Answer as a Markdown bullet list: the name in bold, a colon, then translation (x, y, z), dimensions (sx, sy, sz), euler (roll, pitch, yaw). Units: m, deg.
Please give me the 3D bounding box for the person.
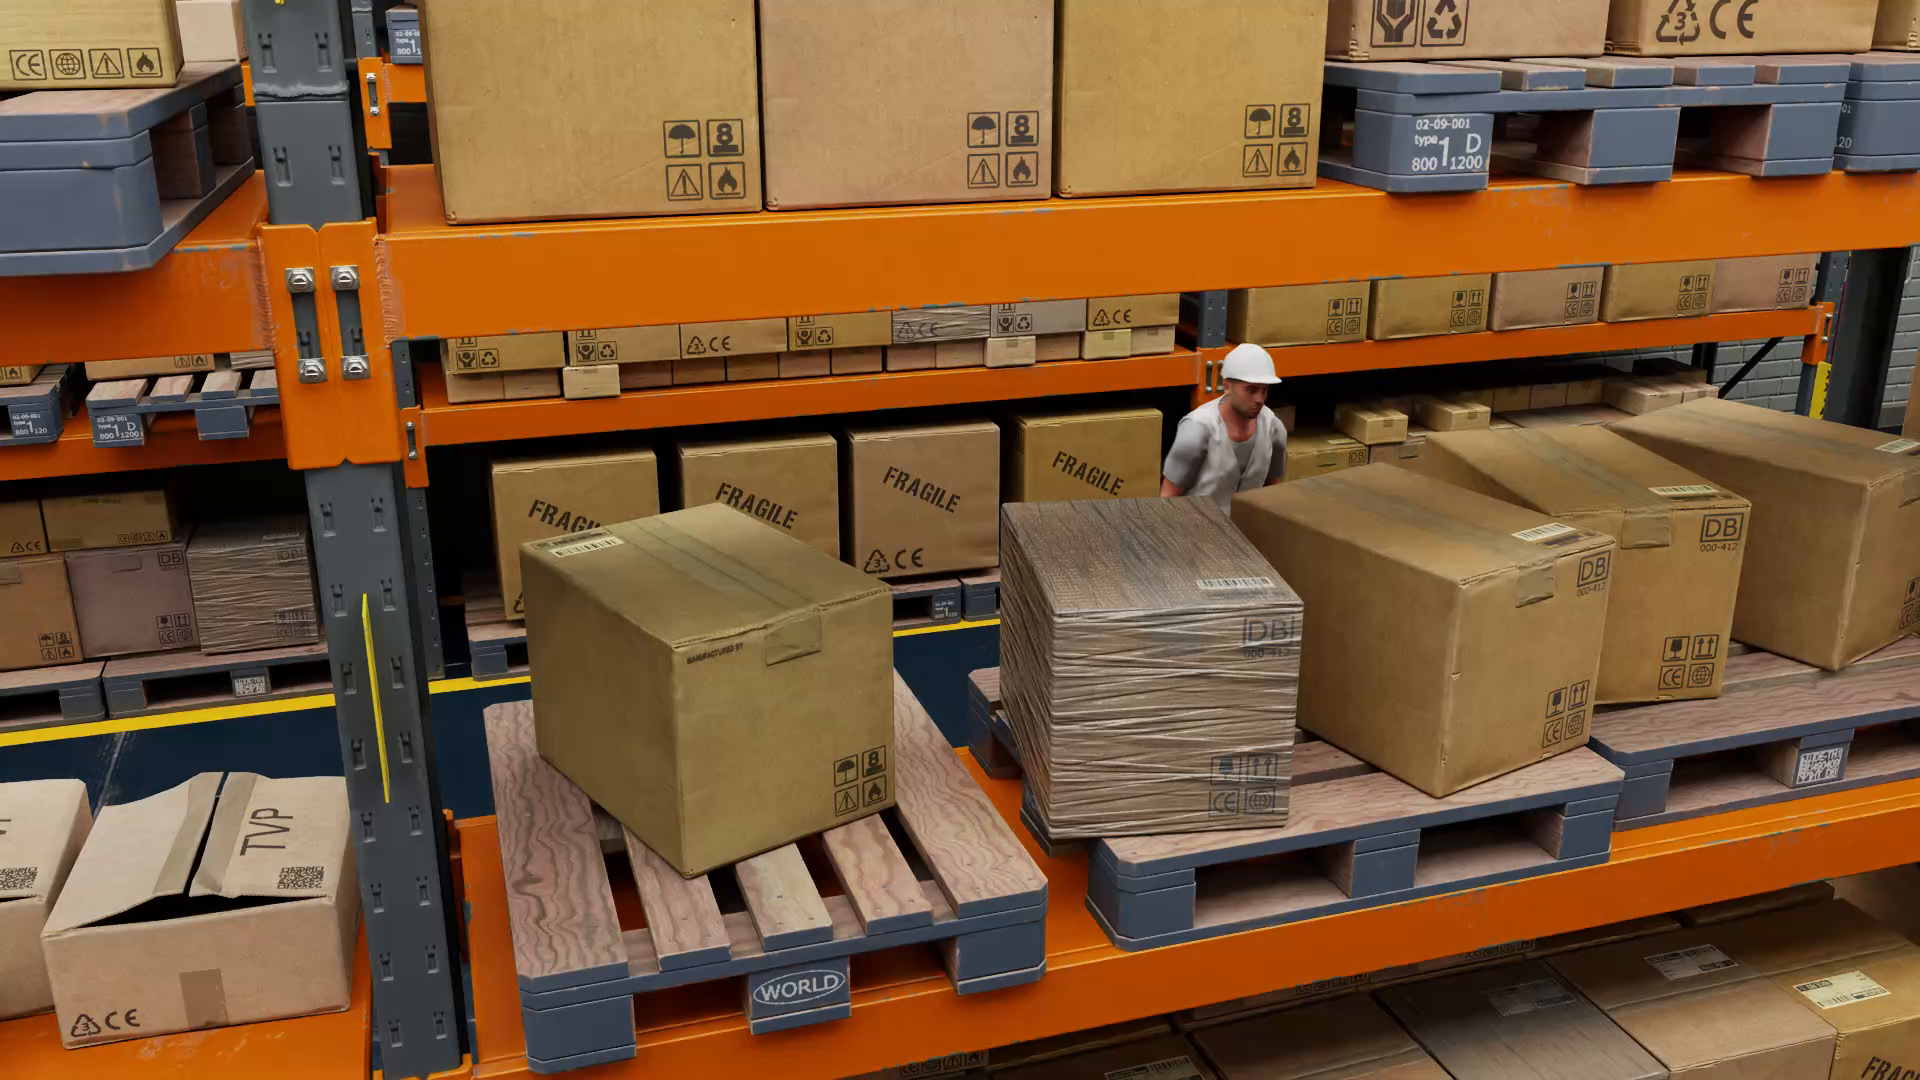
- **person**: translation (1.095, 0.054, 6.887), dimensions (0.612, 1.778, 0.451), euler (-7, 20, -20)
